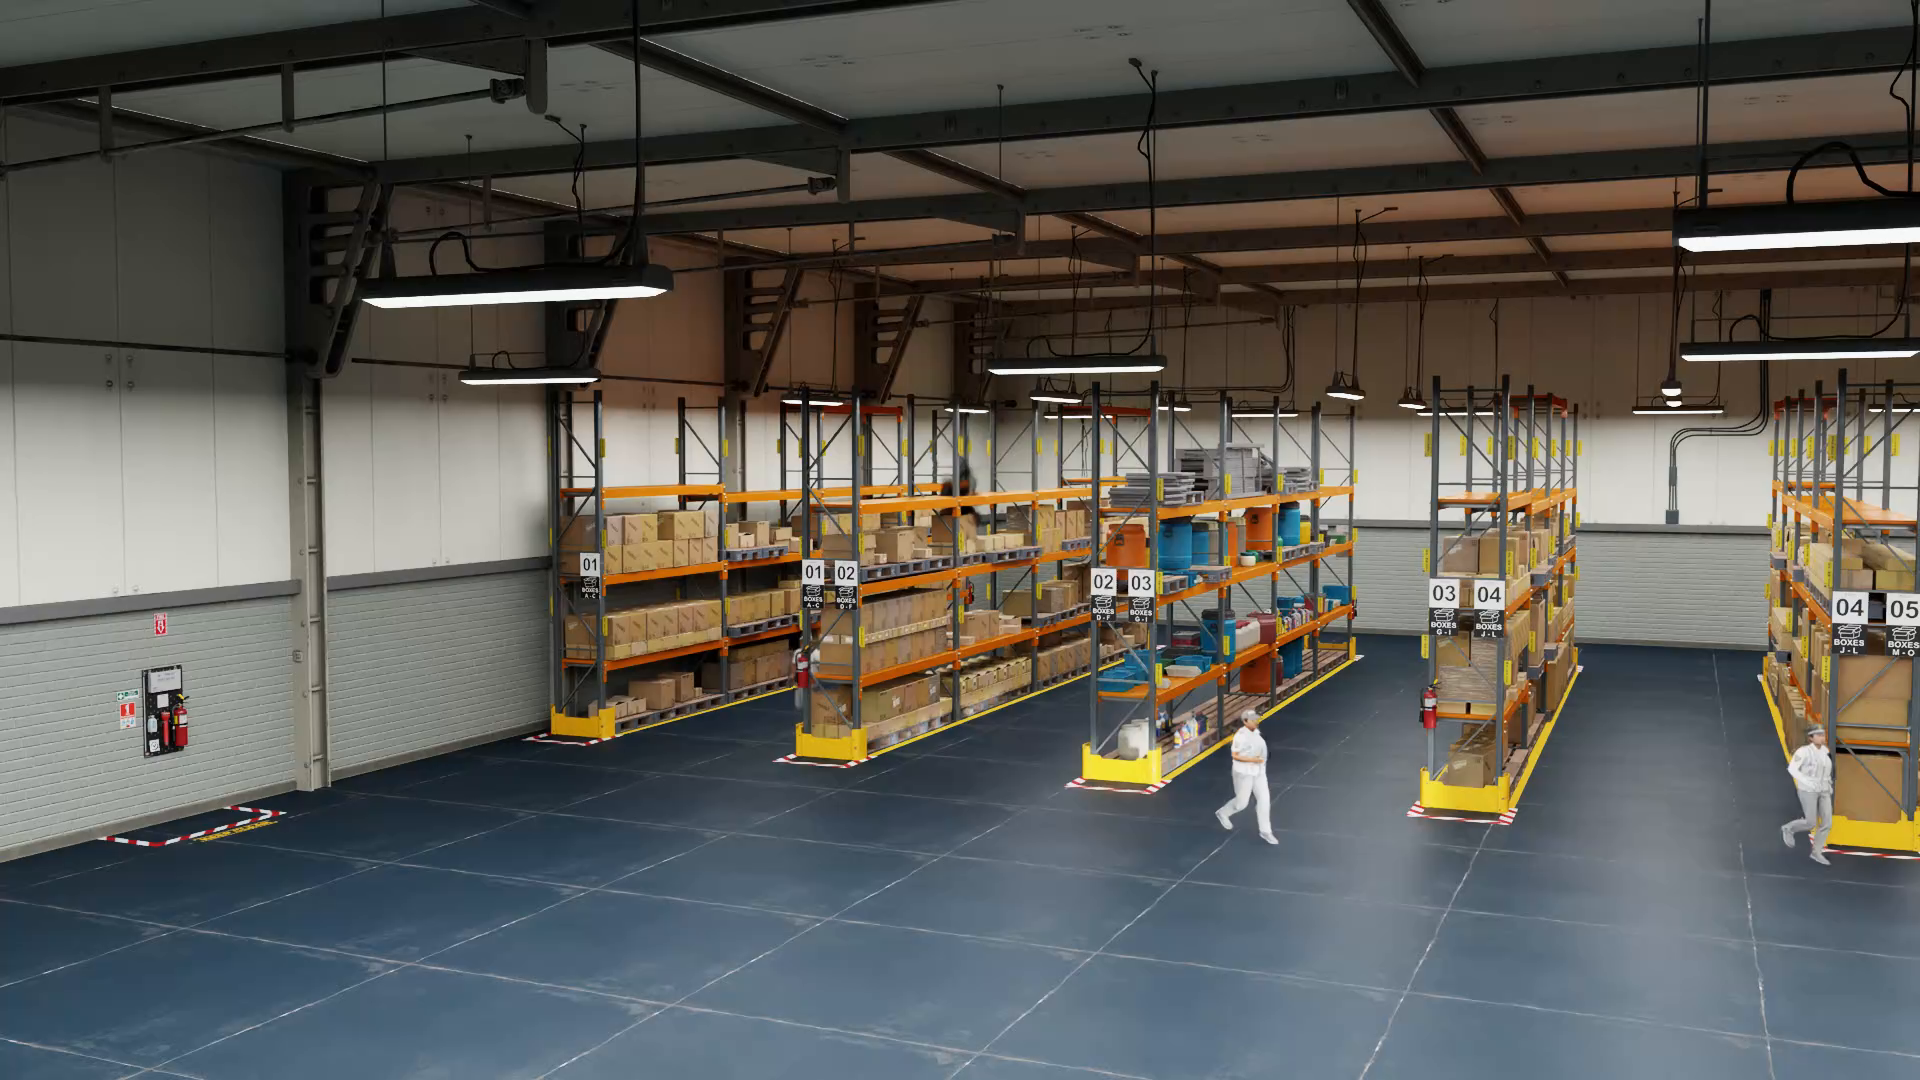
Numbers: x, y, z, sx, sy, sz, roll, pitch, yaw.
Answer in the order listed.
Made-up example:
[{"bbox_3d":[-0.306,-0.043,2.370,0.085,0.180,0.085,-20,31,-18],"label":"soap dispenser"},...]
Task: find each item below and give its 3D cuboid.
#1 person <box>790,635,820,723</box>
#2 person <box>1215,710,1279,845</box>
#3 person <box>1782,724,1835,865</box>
[{"bbox_3d":[-2.689,2.522,29.377,0.691,1.734,0.632,1,3,22],"label":"person"},{"bbox_3d":[3.679,2.997,21.254,0.607,1.680,0.923,-3,4,-39],"label":"person"},{"bbox_3d":[10.363,3.060,20.260,0.636,1.695,0.640,-1,3,-16],"label":"person"}]
